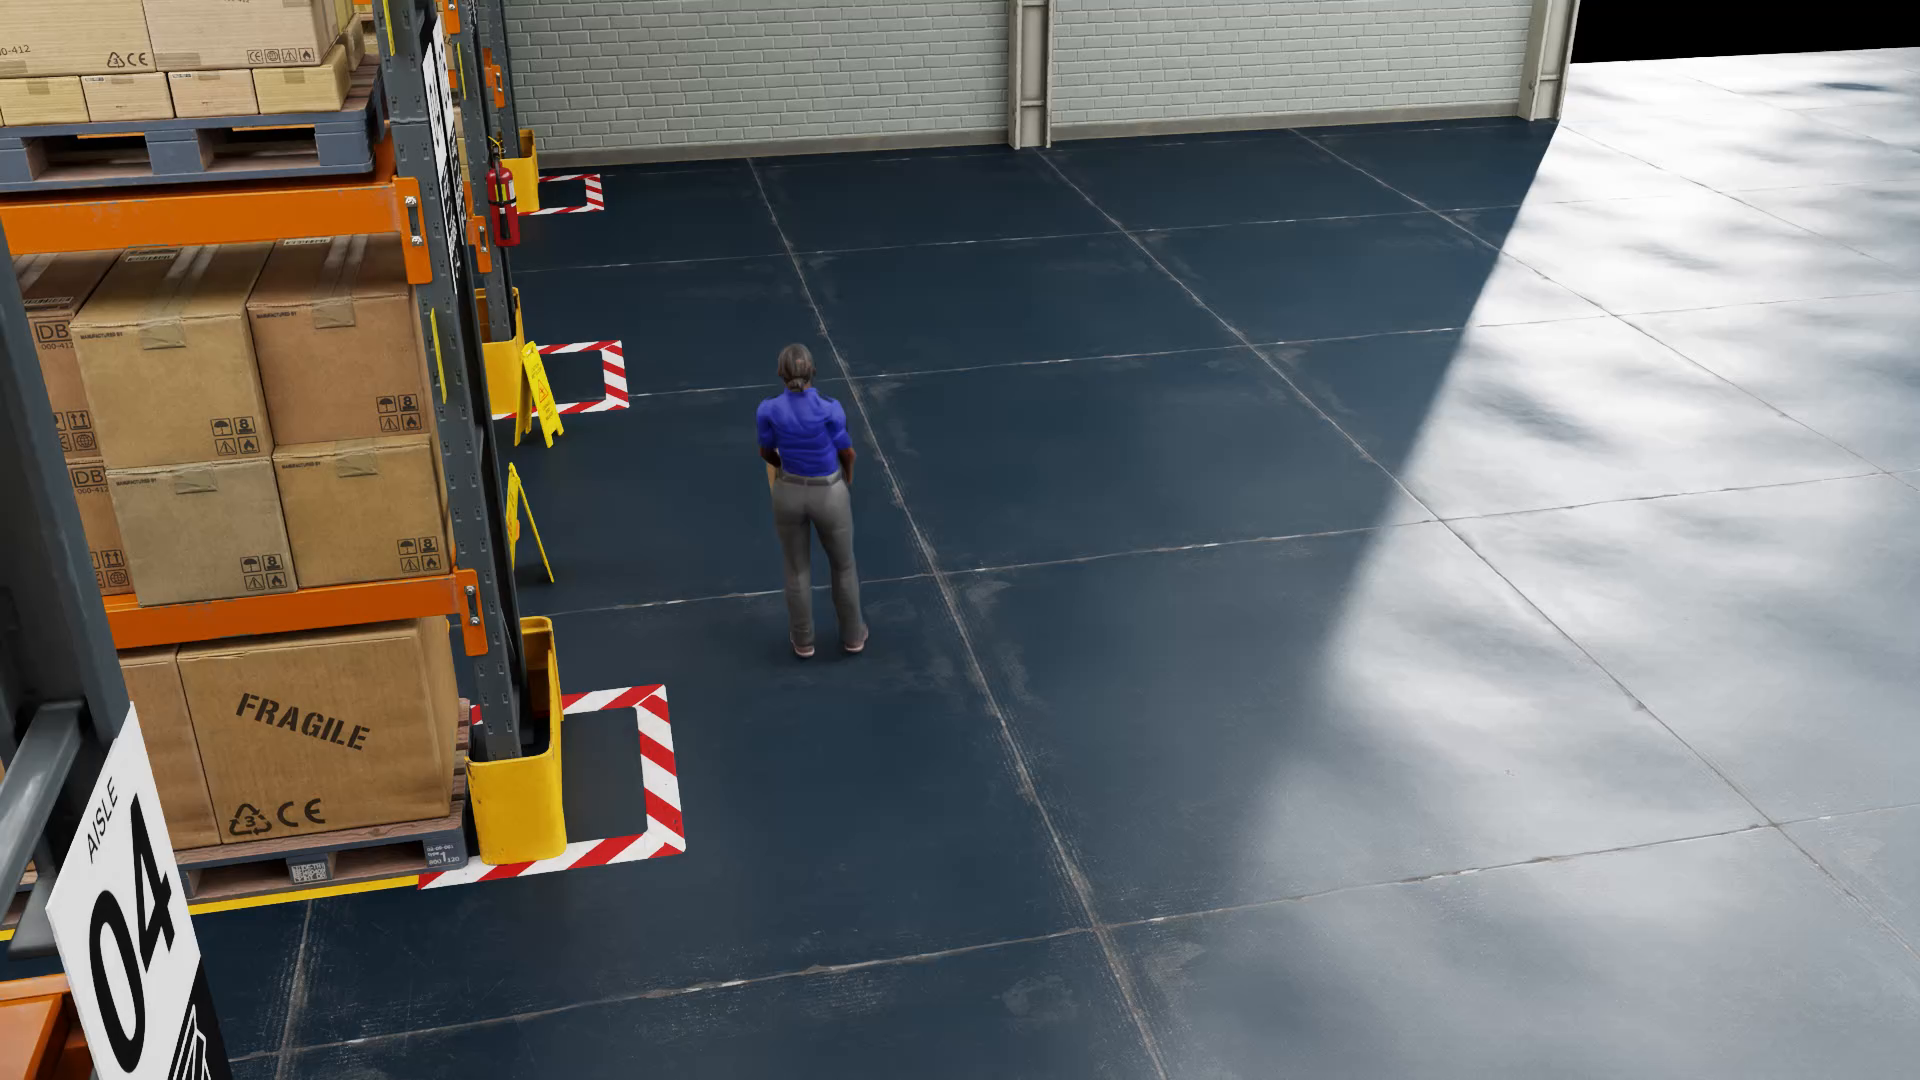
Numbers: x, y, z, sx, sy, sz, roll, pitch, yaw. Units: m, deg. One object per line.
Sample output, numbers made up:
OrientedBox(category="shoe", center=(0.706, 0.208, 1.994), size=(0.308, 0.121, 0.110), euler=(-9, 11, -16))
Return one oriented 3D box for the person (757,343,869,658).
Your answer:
OrientedBox(category="person", center=(-0.712, -0.205, 8.022), size=(0.475, 1.657, 0.475), euler=(4, 27, 7))
